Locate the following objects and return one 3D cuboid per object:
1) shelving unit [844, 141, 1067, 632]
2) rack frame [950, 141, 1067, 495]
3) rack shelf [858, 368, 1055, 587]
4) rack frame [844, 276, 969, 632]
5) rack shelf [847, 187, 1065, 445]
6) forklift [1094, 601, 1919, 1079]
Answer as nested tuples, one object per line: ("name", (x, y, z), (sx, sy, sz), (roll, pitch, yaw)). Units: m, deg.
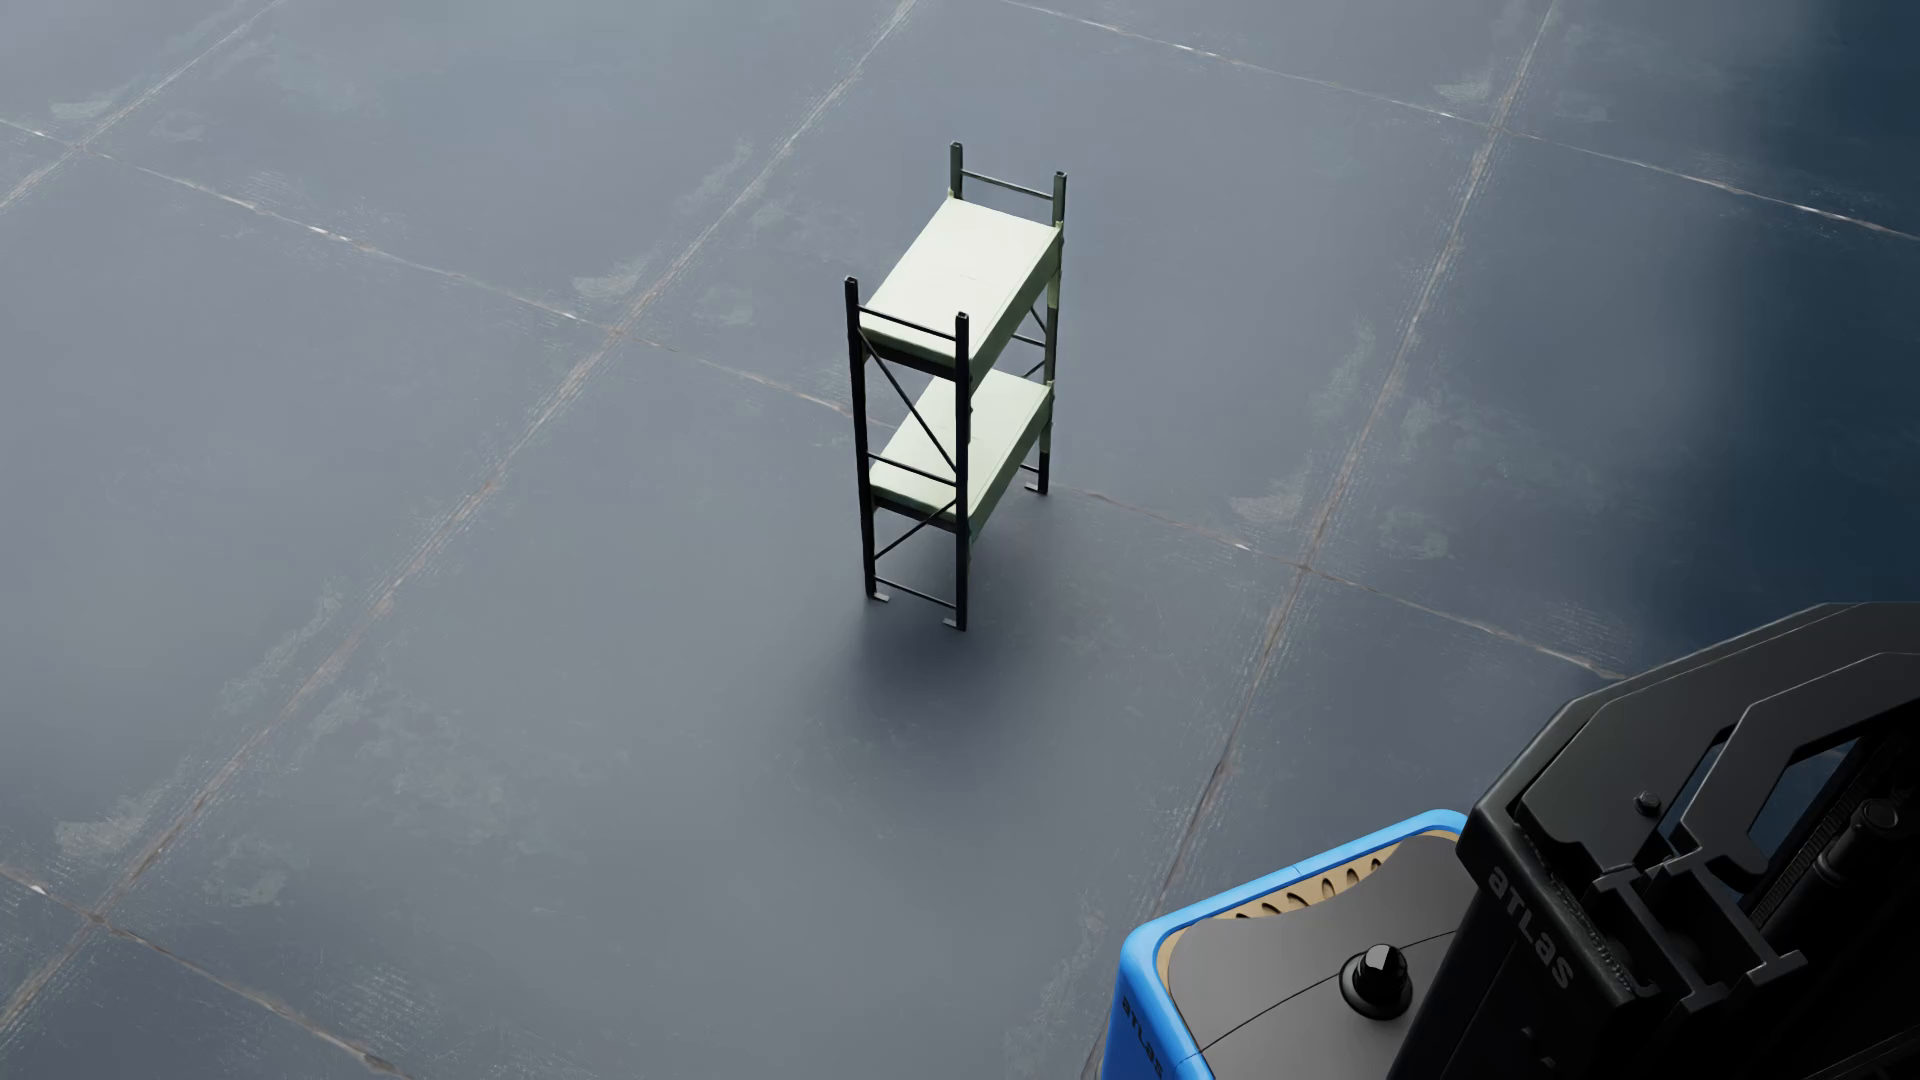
("shelving unit", (-0.003, -0.481, 5.675), (0.431, 1.500, 0.755), (20, 52, 16))
("rack frame", (0.154, -0.733, 5.889), (0.400, 1.500, 0.023), (20, 52, 16))
("rack shelf", (-0.003, -0.270, 5.923), (0.431, 0.370, 0.720), (20, 52, 16))
("rack frame", (-0.159, -0.229, 5.460), (0.400, 1.500, 0.023), (20, 52, 16))
("rack shelf", (-0.003, -0.734, 5.378), (0.431, 0.370, 0.720), (20, 52, 16))
("forklift", (1.411, 1.598, 2.966), (1.130, 2.935, 3.031), (-18, 52, -15))
